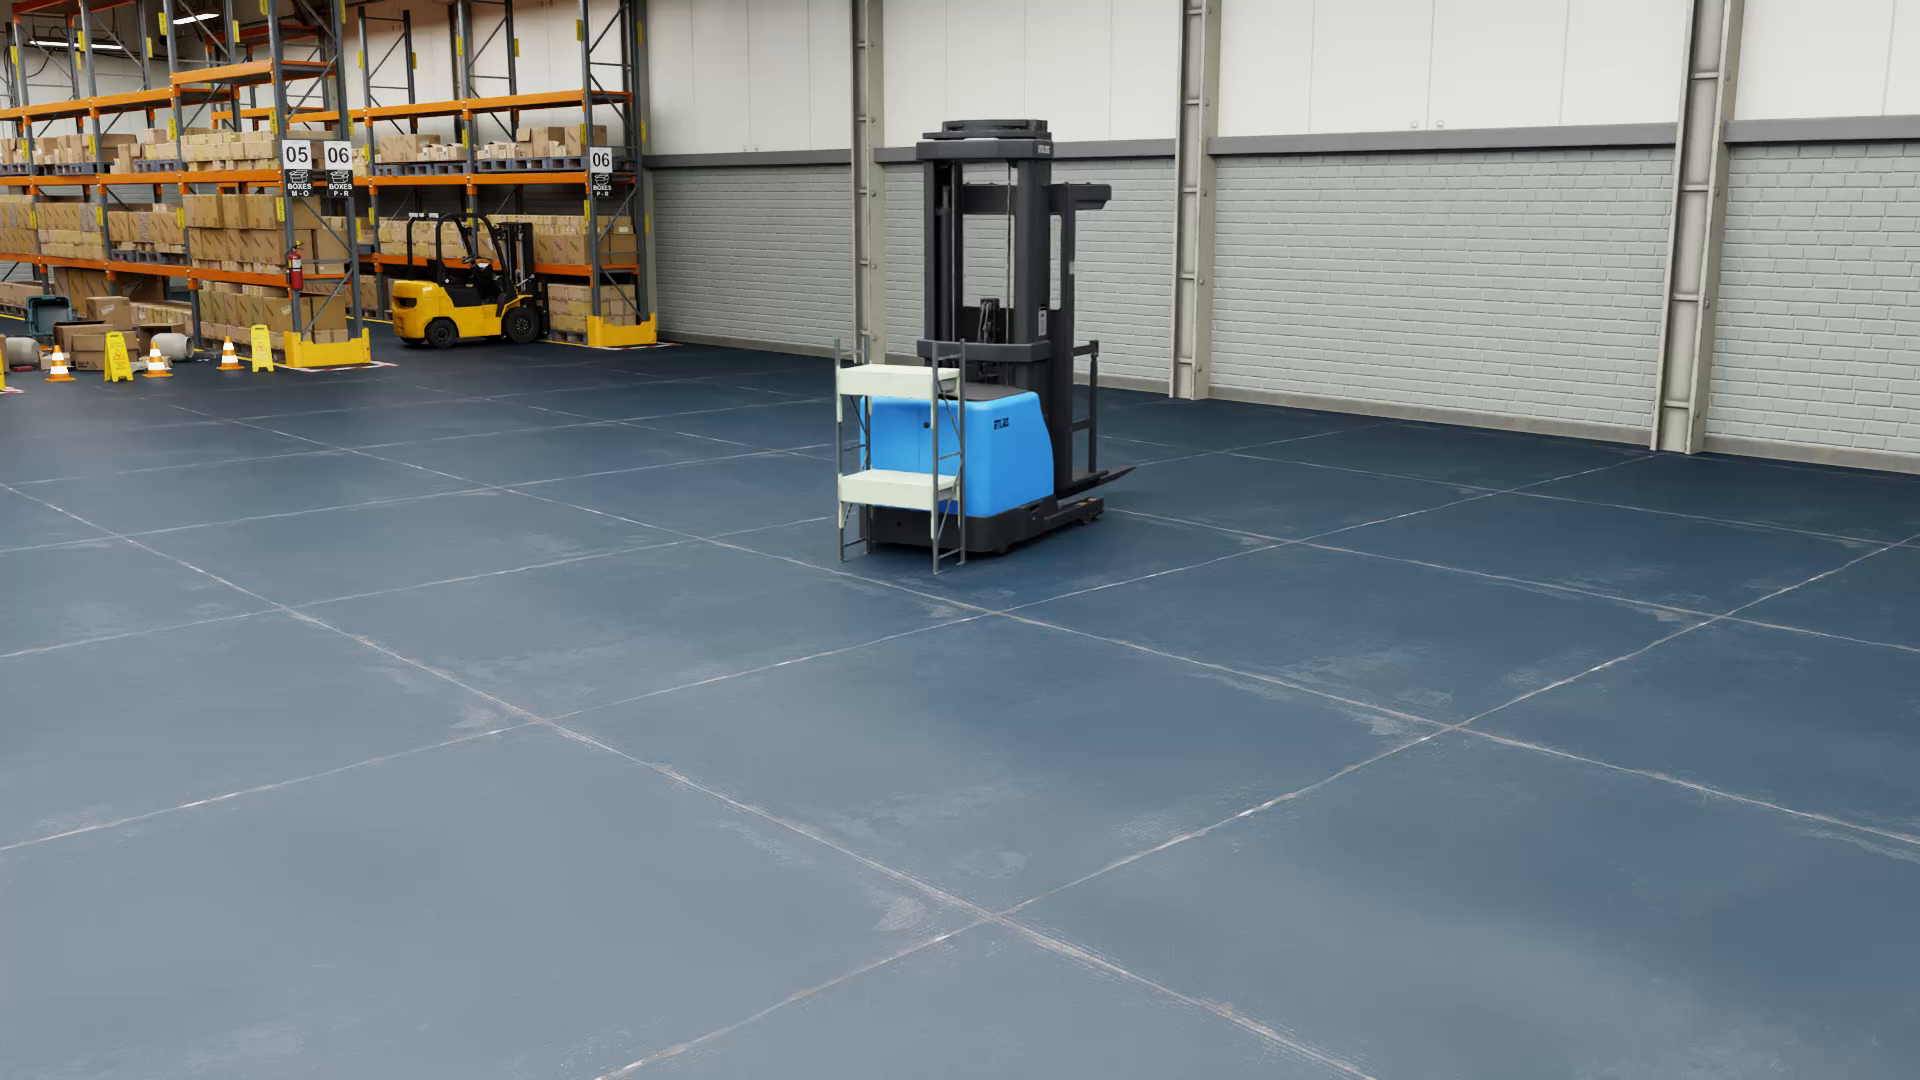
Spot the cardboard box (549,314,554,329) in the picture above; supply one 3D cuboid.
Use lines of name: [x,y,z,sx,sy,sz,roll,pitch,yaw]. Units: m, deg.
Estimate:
cardboard box: [-6.875,-3.771,28.553,0.500,0.250,0.500,-11,16,-42]

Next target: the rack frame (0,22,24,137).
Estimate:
rack frame: [-20.283,-9.320,34.848,1.000,3.000,0.127,-11,16,-43]

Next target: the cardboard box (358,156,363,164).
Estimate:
cardboard box: [-11.755,-7.556,33.104,0.250,0.149,0.380,11,16,44]

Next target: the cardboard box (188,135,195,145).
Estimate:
cardboard box: [-11.814,-6.242,25.987,0.380,0.149,0.250,-10,15,-41]

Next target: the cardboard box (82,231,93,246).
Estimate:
cardboard box: [-15.633,-5.495,30.283,0.500,0.250,0.500,11,16,44]

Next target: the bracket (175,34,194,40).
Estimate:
bracket: [-20.379,-12.713,42.398,0.076,0.066,5.218,-11,16,-43]

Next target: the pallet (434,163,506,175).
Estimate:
pallet: [-9.027,-6.825,30.646,1.217,0.209,0.805,11,16,43]

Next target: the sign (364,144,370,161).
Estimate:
sign: [-11.565,-7.553,32.426,0.100,0.325,0.005,-11,16,-43]

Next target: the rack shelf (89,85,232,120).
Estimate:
rack shelf: [-13.377,-7.312,27.877,1.077,0.370,4.000,-11,16,-43]

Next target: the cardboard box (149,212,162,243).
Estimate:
cardboard box: [-13.176,-5.215,27.763,0.500,0.500,0.500,-10,15,-41]

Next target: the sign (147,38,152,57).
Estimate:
sign: [-14.373,-8.726,29.453,0.100,0.325,0.005,-11,16,-43]

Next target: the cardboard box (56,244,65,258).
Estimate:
cardboard box: [-16.707,-5.471,31.406,0.500,0.250,0.500,-11,16,-43]

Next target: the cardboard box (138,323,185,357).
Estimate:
cardboard box: [-12.240,-3.061,25.526,0.500,0.500,0.500,-1,12,-4]

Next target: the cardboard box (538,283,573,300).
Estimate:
cardboard box: [-6.902,-4.257,28.437,0.500,0.250,0.500,-11,16,-42]

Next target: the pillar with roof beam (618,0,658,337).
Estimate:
pillar with roof beam: [-8.589,-7.305,25.065,9.100,9.000,0.400,-11,16,-43]

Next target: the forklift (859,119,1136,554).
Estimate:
forklift: [0.441,-1.593,12.381,1.130,2.935,3.031,6,13,28]

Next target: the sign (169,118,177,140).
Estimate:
sign: [-12.395,-6.468,26.180,0.100,0.325,0.005,-11,16,-43]

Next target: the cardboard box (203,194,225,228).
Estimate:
cardboard box: [-11.185,-5.066,25.603,0.700,0.500,0.500,-11,16,-44]

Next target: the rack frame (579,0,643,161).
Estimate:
rack frame: [-5.646,-7.677,26.874,1.000,3.000,0.127,-11,16,-43]

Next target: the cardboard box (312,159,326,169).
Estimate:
cardboard box: [-9.228,-5.486,24.297,0.380,0.149,0.250,-11,16,-42]

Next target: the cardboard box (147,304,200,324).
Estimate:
cardboard box: [-13.340,-3.831,28.544,0.950,0.372,0.625,-10,15,-41]

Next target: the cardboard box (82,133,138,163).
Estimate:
cardboard box: [-15.128,-6.974,29.596,0.637,0.503,0.797,11,16,42]

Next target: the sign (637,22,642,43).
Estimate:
sign: [-5.241,-8.289,27.135,0.100,0.325,0.005,-11,16,-43]

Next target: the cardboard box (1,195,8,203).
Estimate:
cardboard box: [-19.198,-6.916,33.711,0.250,0.149,0.380,11,16,44]

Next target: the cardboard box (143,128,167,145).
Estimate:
cardboard box: [-13.209,-6.689,27.605,0.500,0.250,0.500,-11,16,-42]

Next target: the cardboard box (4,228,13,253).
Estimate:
cardboard box: [-19.094,-6.103,33.854,0.500,0.500,0.500,-10,15,-41]

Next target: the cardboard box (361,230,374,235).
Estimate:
cardboard box: [-12.134,-6.148,33.648,0.500,0.250,0.500,11,16,42]

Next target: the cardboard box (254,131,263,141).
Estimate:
cardboard box: [-10.021,-5.869,24.179,0.380,0.149,0.250,-11,16,-43]

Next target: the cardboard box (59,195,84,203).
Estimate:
cardboard box: [-17.551,-6.737,32.843,0.380,0.149,0.250,-11,16,-43]

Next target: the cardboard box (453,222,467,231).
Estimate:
cardboard box: [-9.127,-5.786,30.709,0.380,0.149,0.250,-11,16,-43]

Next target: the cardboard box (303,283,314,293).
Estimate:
cardboard box: [-13.762,-5.370,35.695,0.500,0.500,0.500,-10,15,-40]

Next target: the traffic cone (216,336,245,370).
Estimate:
traffic cone: [-10.464,-2.687,23.808,0.336,0.463,0.334,-11,16,-43]

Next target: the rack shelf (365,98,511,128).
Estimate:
rack shelf: [-9.790,-8.005,31.237,1.077,0.370,4.000,-11,16,-43]

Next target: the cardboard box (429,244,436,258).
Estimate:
cardboard box: [-9.618,-5.436,31.233,0.500,0.250,0.500,-11,16,-42]

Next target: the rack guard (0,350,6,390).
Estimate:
rack guard: [-12.727,-2.114,20.935,1.175,0.500,0.348,-11,16,-43]

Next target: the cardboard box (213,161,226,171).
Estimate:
cardboard box: [-11.131,-5.697,25.316,0.380,0.149,0.250,-11,16,-44]

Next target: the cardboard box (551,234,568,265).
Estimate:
cardboard box: [-6.528,-4.900,28.014,0.500,0.500,0.500,-10,15,-41]

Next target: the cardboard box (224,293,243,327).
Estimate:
cardboard box: [-11.049,-3.581,25.772,0.500,0.500,0.500,-10,15,-40]

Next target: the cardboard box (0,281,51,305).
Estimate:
cardboard box: [-19.755,-5.250,35.270,0.875,0.438,0.875,11,16,43]

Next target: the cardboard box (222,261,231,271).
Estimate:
cardboard box: [-11.134,-4.229,25.626,0.380,0.149,0.250,-11,16,-42]

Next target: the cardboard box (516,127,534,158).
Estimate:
cardboard box: [-7.140,-6.798,28.496,0.797,0.503,0.637,-10,15,-41]

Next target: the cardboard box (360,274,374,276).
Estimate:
cardboard box: [-12.056,-5.322,33.858,0.250,0.149,0.380,11,16,43]

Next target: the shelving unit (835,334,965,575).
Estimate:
shelving unit: [-0.392,-0.579,11.005,0.755,1.500,0.431,6,13,28]

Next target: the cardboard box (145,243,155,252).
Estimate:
cardboard box: [-13.587,-4.981,28.236,0.380,0.149,0.250,-10,15,-41]

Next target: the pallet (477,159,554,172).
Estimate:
pallet: [-7.801,-6.628,29.433,1.003,0.211,1.213,-11,16,-43]

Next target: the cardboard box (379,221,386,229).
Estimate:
cardboard box: [-11.164,-6.186,32.646,0.380,0.149,0.250,-10,15,-41]

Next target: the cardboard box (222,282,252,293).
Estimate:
cardboard box: [-11.197,-3.910,25.766,0.380,0.149,0.250,-10,15,-39]

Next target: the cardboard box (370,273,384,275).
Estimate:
cardboard box: [-12.035,-5.477,34.607,0.380,0.149,0.250,-11,16,-44]

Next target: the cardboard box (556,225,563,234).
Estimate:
cardboard box: [-6.584,-5.234,28.029,0.380,0.149,0.250,-11,16,-43]

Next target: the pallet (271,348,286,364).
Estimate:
pallet: [-9.822,-2.815,25.054,1.003,0.211,1.213,-11,16,-43]

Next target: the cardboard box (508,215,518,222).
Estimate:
cardboard box: [-7.672,-5.600,29.065,0.380,0.149,0.250,-11,16,-43]

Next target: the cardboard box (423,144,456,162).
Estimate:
cardboard box: [-9.615,-7.187,30.858,0.500,0.311,0.500,11,16,43]

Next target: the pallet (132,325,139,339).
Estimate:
pallet: [-14.220,-3.734,29.513,1.003,0.211,1.213,-11,16,-43]

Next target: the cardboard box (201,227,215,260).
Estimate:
cardboard box: [-11.530,-4.652,26.073,0.500,0.500,0.500,-11,16,-43]
